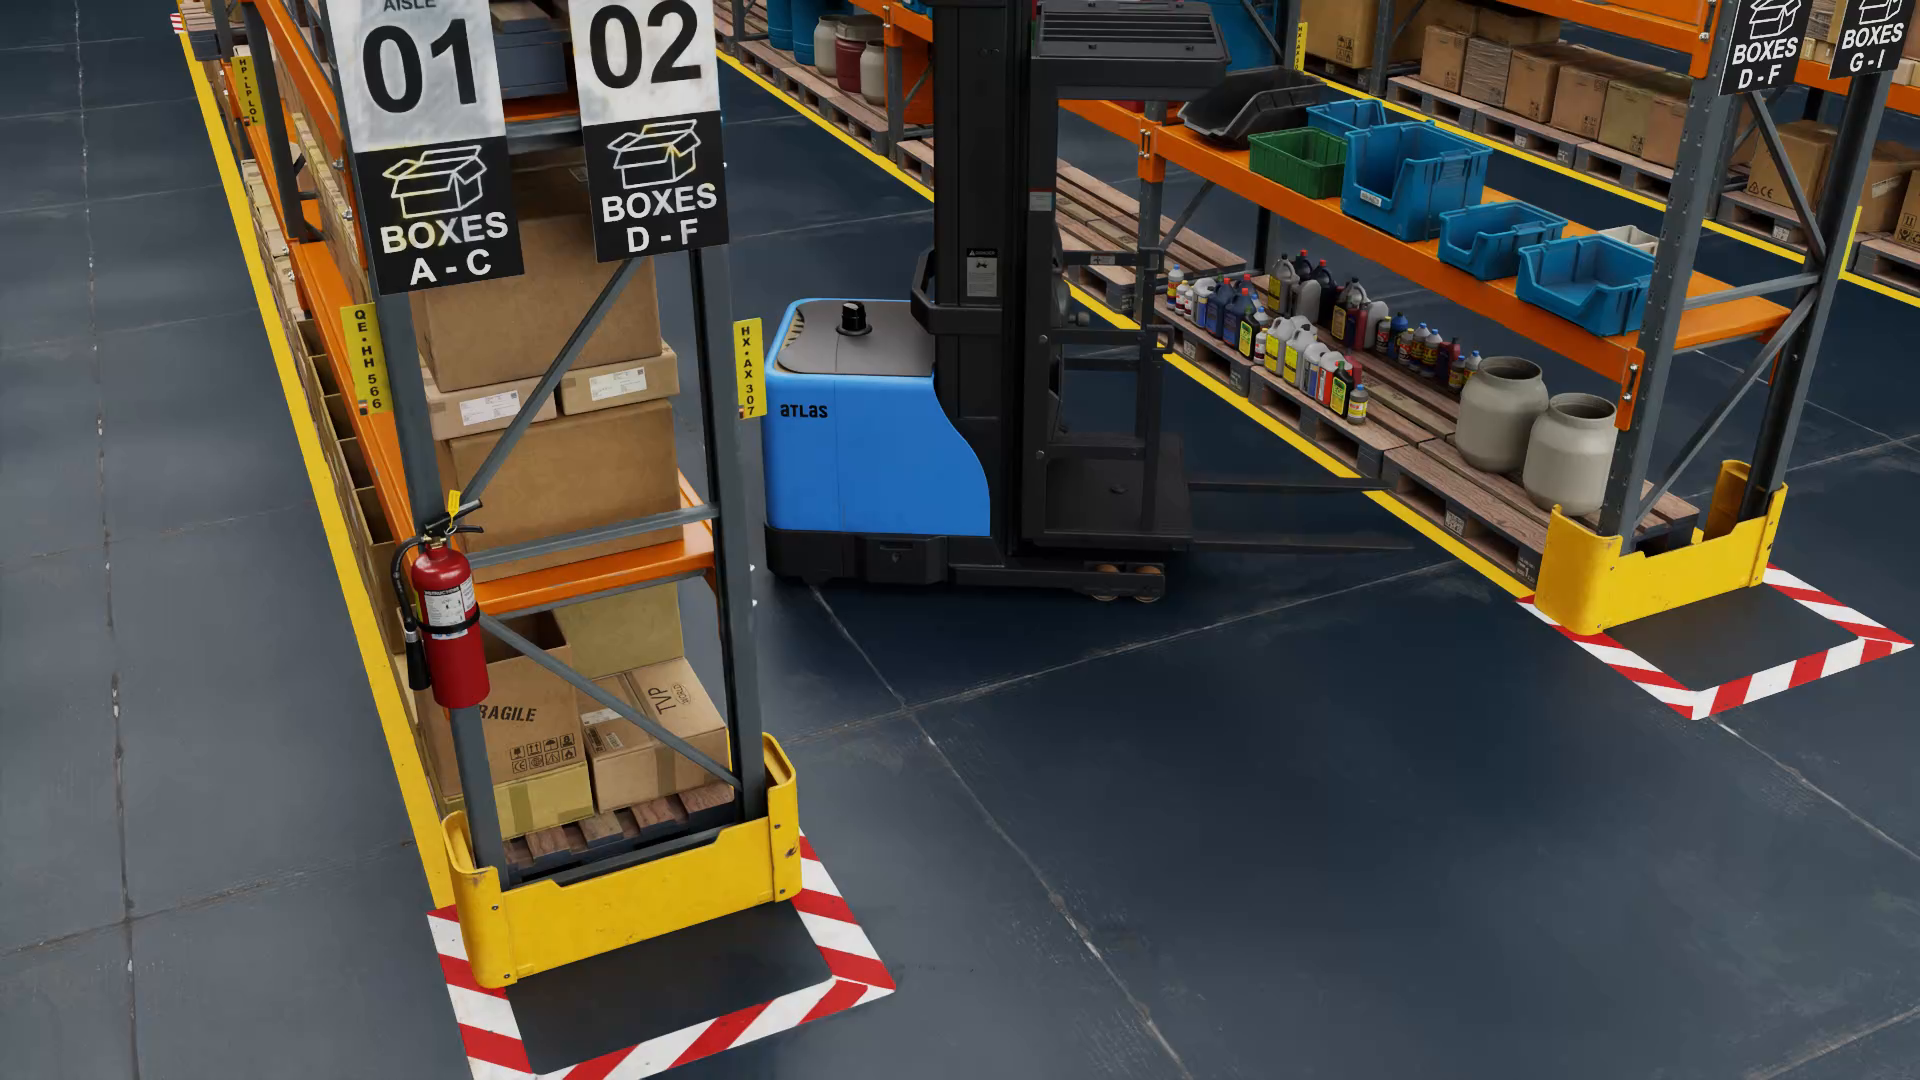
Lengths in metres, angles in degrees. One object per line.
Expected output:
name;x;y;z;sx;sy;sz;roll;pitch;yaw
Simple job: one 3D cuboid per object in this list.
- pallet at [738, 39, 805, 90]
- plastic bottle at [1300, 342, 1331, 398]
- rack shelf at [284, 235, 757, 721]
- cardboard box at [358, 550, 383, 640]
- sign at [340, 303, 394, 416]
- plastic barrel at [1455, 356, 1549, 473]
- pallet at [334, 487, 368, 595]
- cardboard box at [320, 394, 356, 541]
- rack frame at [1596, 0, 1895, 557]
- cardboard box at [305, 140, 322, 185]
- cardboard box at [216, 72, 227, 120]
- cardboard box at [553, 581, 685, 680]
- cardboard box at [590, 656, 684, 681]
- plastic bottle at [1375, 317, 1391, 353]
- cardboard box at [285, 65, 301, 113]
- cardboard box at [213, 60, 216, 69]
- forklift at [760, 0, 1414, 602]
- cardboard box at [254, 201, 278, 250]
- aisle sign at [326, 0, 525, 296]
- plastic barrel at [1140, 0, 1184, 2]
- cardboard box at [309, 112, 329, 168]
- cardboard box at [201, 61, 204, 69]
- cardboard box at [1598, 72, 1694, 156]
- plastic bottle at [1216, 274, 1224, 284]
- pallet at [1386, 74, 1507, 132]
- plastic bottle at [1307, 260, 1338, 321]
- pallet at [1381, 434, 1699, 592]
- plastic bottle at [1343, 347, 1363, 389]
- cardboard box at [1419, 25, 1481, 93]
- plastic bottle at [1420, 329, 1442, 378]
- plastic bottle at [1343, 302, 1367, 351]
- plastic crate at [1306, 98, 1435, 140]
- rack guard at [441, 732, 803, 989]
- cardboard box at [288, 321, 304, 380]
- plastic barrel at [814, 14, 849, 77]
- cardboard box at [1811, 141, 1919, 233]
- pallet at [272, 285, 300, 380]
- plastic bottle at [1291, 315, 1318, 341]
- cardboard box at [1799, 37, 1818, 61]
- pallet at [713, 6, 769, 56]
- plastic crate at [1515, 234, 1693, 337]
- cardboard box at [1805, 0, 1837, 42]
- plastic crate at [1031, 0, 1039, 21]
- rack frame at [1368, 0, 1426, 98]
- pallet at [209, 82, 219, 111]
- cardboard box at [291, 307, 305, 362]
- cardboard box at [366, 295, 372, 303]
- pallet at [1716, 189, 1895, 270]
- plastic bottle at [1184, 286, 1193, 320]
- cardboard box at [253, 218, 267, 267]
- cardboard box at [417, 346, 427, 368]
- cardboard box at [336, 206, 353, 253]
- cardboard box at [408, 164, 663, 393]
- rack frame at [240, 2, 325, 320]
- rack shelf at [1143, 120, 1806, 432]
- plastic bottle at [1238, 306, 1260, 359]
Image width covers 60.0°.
pallet;-1.543;-4.777;16.553;1.003;0.211;1.213;-13;32;-22
plastic bottle;1.988;-0.943;9.201;0.152;0.276;0.135;-14;32;-23
rack shelf;-2.019;-0.573;6.941;1.077;0.370;4.000;-13;32;-22
cardboard box;-2.312;0.178;7.248;0.500;0.250;0.500;-13;32;-22
sign;-1.656;-0.504;4.656;0.100;0.325;0.005;-13;32;-22
plastic barrel;2.749;-0.636;8.432;0.421;0.512;0.421;0;29;0
pallet;-2.574;-0.194;8.380;1.003;0.211;1.213;-13;32;-22
cardboard box;-2.531;-0.369;7.457;0.500;0.500;0.500;-13;32;-22
rack frame;3.315;-1.042;7.041;1.000;3.000;0.127;-13;32;-22
cardboard box;-2.716;-1.713;7.473;0.380;0.149;0.250;-14;32;-23
cardboard box;-5.877;-3.686;13.862;0.500;0.500;0.500;-13;32;-21
cardboard box;-1.406;0.181;6.475;0.500;0.500;0.500;-13;32;-22
cardboard box;-1.407;0.509;6.658;0.500;0.250;0.500;-13;32;-22
plastic bottle;2.498;-1.210;9.752;0.097;0.201;0.097;0;29;0
cardboard box;-3.633;-2.611;9.737;0.500;0.500;0.500;-13;32;-22
cardboard box;-5.895;-4.027;13.703;0.500;0.250;0.500;-13;32;-22
forklift;0.622;-1.259;7.498;3.031;2.935;1.130;2;29;3
cardboard box;-4.185;-2.017;10.588;0.500;0.311;0.500;-14;32;-23
aisle sign;-1.397;-1.047;4.392;0.394;0.787;0.004;-13;32;-22
plastic barrel;1.386;-3.337;10.995;0.433;0.535;0.433;0;29;0
cardboard box;-2.463;-1.962;7.254;0.700;0.500;0.500;-13;32;-22
cardboard box;-7.028;-4.598;15.848;0.380;0.149;0.250;-13;32;-22
cardboard box;5.640;-3.441;13.425;0.700;0.500;0.500;-13;32;-22
plastic bottle;1.598;-1.469;10.130;0.061;0.283;0.133;-13;32;-22
pallet;4.688;-4.054;15.264;1.003;0.211;1.213;-13;32;-22
plastic bottle;2.217;-1.537;10.182;0.144;0.351;0.185;-15;32;-24
pallet;2.896;-0.209;8.408;1.003;0.211;1.213;-13;32;-22
plastic bottle;2.143;-0.908;9.130;0.061;0.283;0.133;-13;32;-22
cardboard box;4.660;-4.426;15.182;0.700;0.500;0.500;-15;33;-25
plastic bottle;2.671;-1.062;9.416;0.097;0.271;0.097;0;29;0
plastic bottle;2.326;-1.269;9.774;0.061;0.283;0.133;-13;32;-22
plastic crate;2.318;-2.312;9.459;0.499;0.251;0.616;-13;32;-22
rack guard;-1.150;1.097;5.782;1.175;0.500;0.348;-13;32;-22
cardboard box;-3.533;-1.101;9.528;0.500;0.250;0.500;-14;32;-23
plastic barrel;-1.152;-4.616;15.529;0.421;0.512;0.421;0;29;0
cardboard box;6.460;-2.505;11.777;0.500;0.500;0.500;-3;29;-6
pallet;-3.756;-1.411;10.551;1.003;0.211;1.213;-13;32;-22
plastic bottle;1.956;-1.140;9.551;0.152;0.276;0.135;-13;32;-22
cardboard box;5.988;-3.468;11.625;0.380;0.149;0.250;-13;32;-22
pallet;-2.187;-5.443;17.741;1.003;0.211;1.213;-13;32;-22
plastic crate;2.830;-1.135;7.360;0.499;0.251;0.616;-13;32;-22
cardboard box;6.209;-3.811;11.572;0.875;0.500;0.500;-13;32;-22
plastic crate;0.298;-3.826;11.940;0.402;0.464;0.583;-13;32;-22
rack frame;4.354;-5.616;15.198;1.000;3.000;0.127;-13;32;-22
pallet;-6.606;-4.392;15.866;1.003;0.211;1.213;-13;32;-22
cardboard box;-3.310;-1.118;8.985;0.500;0.311;0.500;-13;32;-22
cardboard box;-2.016;-0.939;6.756;0.700;0.500;0.500;-12;31;-21
pallet;6.392;-2.343;12.213;1.003;0.211;1.213;-13;32;-22
plastic bottle;1.426;-1.458;10.194;0.097;0.201;0.097;0;29;0
cardboard box;-4.418;-2.006;11.143;0.500;0.250;0.500;-14;32;-23
cardboard box;-1.610;-0.574;5.442;0.380;0.149;0.250;-12;32;-21
cardboard box;-2.268;-1.254;6.654;0.380;0.149;0.250;-13;32;-22
cardboard box;-1.372;-0.845;5.262;0.700;0.500;0.500;-13;32;-22
rack frame;-2.877;-1.771;8.341;1.000;3.000;0.127;-13;32;-22
rack shelf;2.457;-1.612;8.793;1.077;0.370;4.000;-13;32;-22
plastic bottle;1.684;-1.207;9.664;0.061;0.283;0.133;-12;31;-20
